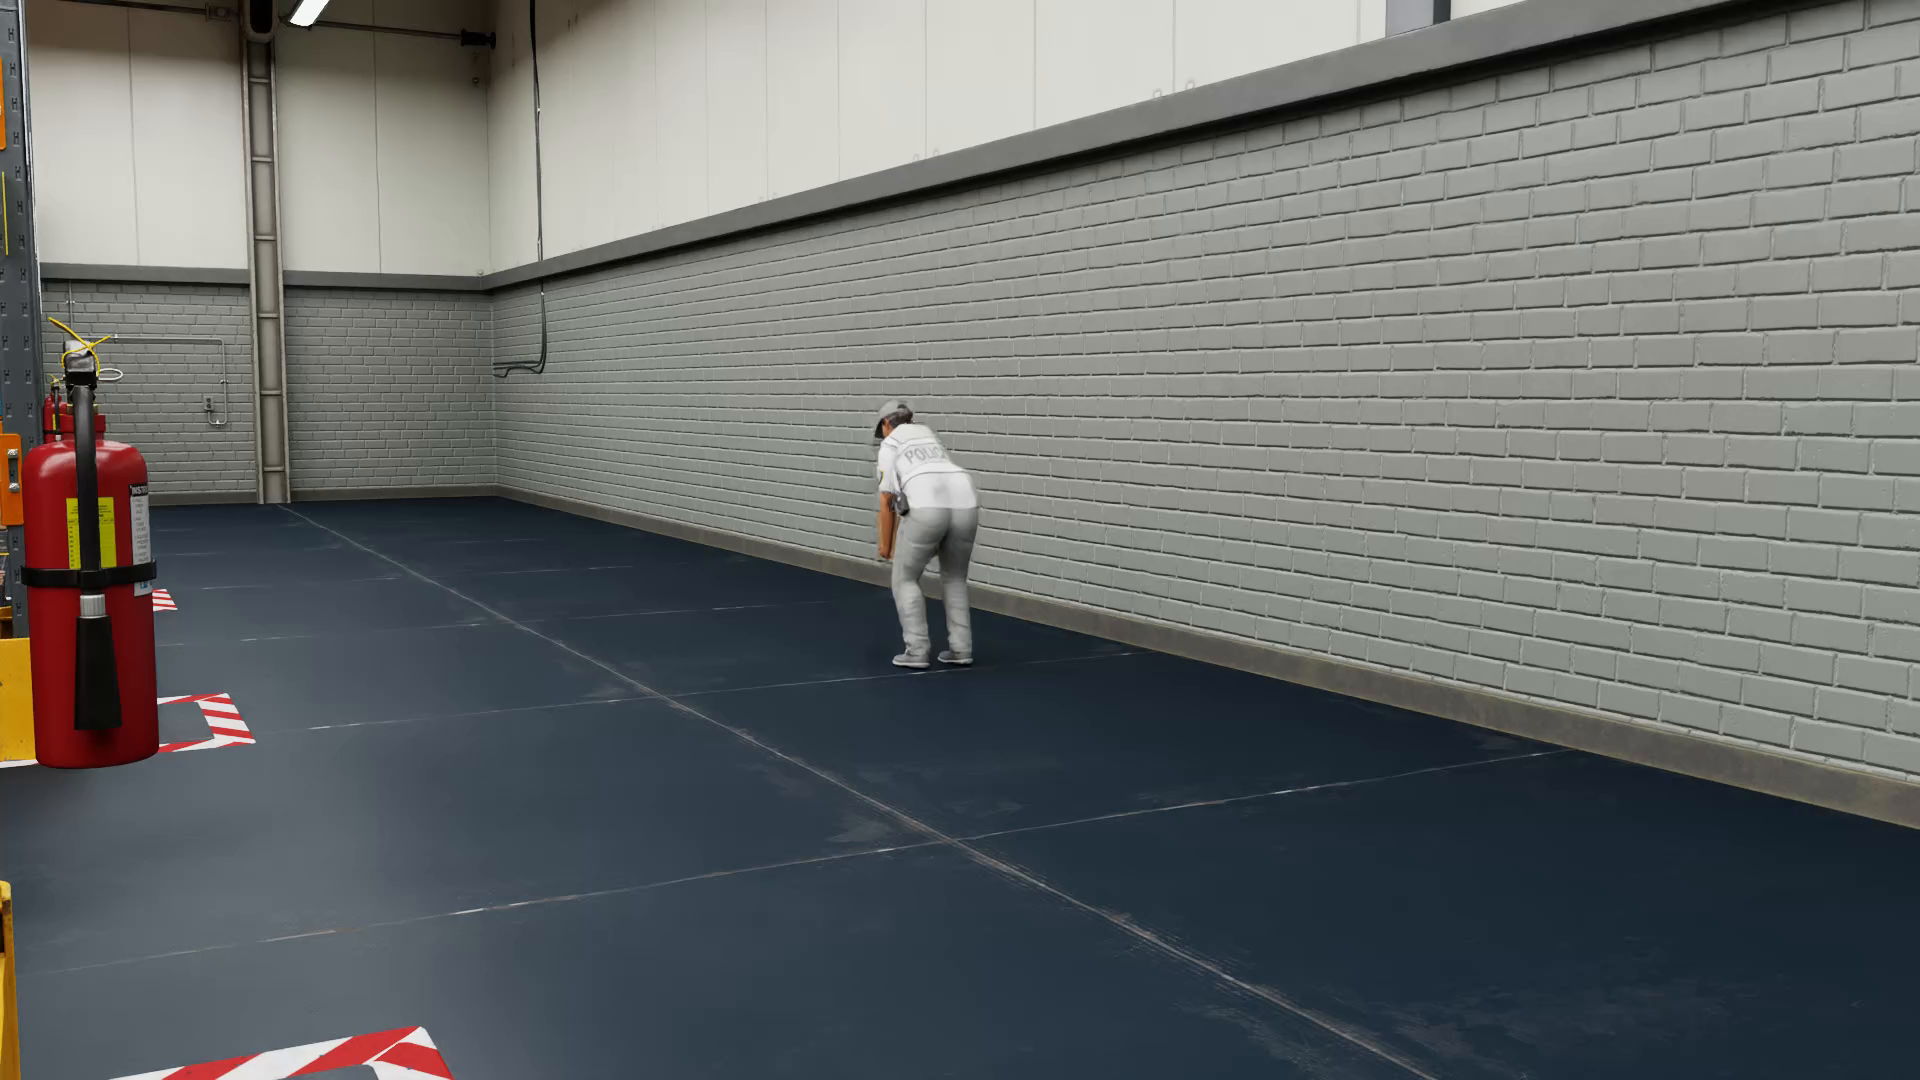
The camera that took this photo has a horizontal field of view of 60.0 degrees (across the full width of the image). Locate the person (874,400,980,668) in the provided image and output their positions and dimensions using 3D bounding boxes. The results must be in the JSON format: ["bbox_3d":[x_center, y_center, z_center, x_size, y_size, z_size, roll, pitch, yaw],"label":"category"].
[{"bbox_3d":[-0.231,-0.044,9.215,0.456,1.453,0.789,-3,6,-30],"label":"person"}]
